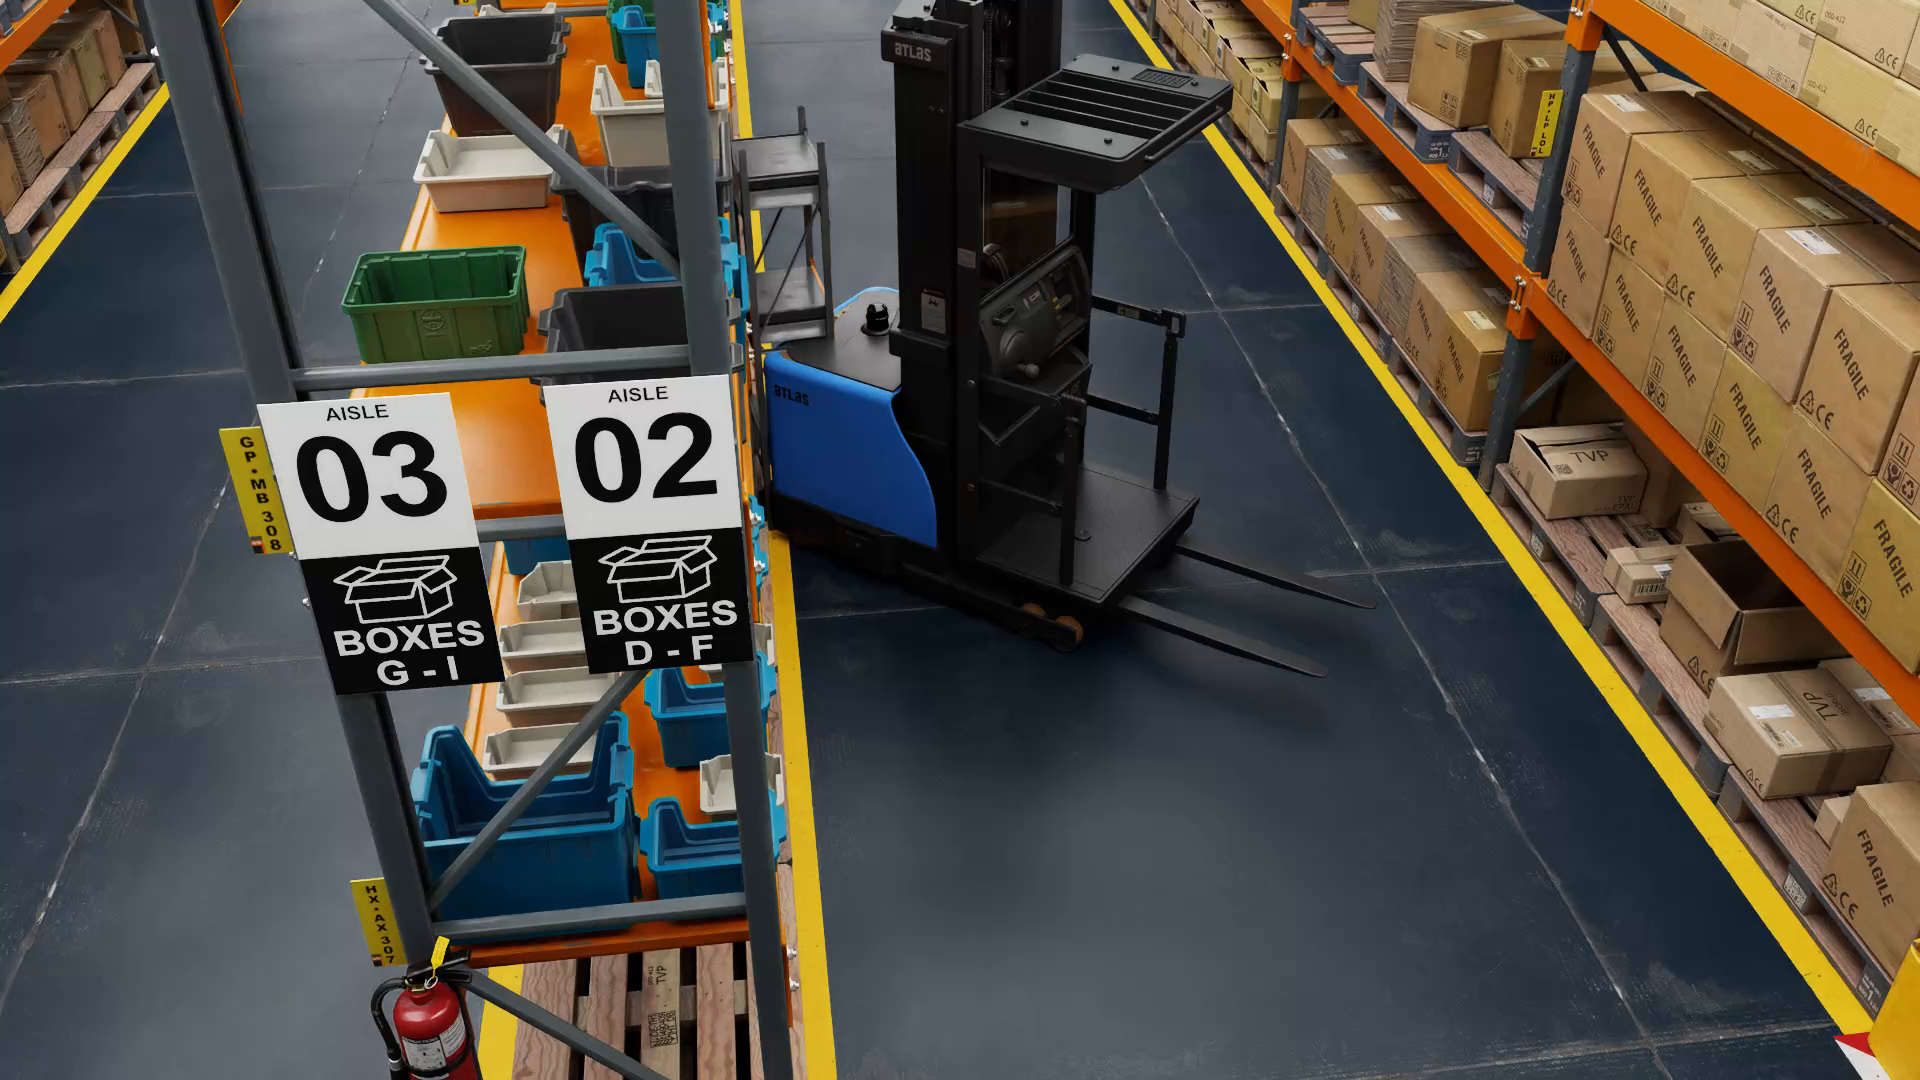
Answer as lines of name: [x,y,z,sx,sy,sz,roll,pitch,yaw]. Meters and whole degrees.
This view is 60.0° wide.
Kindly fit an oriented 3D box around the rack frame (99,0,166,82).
rack frame: [-7.523,-5.282,13.837,1.000,3.000,0.127,-4,35,-6]

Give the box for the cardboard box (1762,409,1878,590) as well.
cardboard box: [3.443,-0.172,6.250,0.500,0.500,0.500,-4,34,-6]

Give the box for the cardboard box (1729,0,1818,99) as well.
cardboard box: [3.319,-1.895,6.336,0.500,0.250,0.500,-4,35,-6]

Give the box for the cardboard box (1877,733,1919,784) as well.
cardboard box: [4.048,1.017,6.645,0.500,0.250,0.500,-4,35,-6]

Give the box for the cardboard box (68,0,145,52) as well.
cardboard box: [-7.537,-4.649,14.755,0.500,0.500,0.500,-5,35,-8]

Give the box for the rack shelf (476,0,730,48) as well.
rack shelf: [-1.808,-3.251,8.832,1.077,0.370,4.000,-4,35,-6]

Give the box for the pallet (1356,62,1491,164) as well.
pallet: [3.098,-2.634,10.121,1.003,0.211,1.213,-4,35,-6]

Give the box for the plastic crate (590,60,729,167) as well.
plastic crate: [-0.994,-1.411,5.599,0.437,0.282,0.530,-4,35,-6]

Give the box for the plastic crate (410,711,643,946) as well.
plastic crate: [-1.232,0.827,4.788,0.616,0.435,0.499,-4,35,-6]

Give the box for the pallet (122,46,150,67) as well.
pallet: [-7.649,-4.502,15.168,1.003,0.211,1.213,-4,35,-6]

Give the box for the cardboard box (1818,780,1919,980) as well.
cardboard box: [3.590,1.233,6.106,0.500,0.500,0.500,-4,35,-6]

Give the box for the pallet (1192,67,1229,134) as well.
pallet: [2.599,-3.787,14.120,1.003,0.211,1.213,-4,35,-6]

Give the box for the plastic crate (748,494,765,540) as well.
plastic crate: [-0.926,0.019,6.154,0.416,0.233,0.300,-4,35,-6]

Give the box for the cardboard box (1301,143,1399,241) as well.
cardboard box: [2.686,-2.379,11.407,0.500,0.500,0.500,-6,35,-8]

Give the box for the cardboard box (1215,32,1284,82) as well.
cardboard box: [2.376,-3.912,13.398,0.500,0.311,0.500,-5,35,-7]

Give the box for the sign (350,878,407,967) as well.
sign: [-1.544,1.023,4.441,0.100,0.325,0.005,-4,35,-6]

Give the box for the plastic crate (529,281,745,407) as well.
plastic crate: [-0.777,-0.382,4.099,0.497,0.269,0.590,-4,35,-6]

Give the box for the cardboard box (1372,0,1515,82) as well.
cardboard box: [2.962,-3.145,10.240,0.700,0.500,0.500,2,34,3]

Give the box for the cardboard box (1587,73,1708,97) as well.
cardboard box: [3.527,-2.062,8.650,0.700,0.500,0.500,-16,37,-22]

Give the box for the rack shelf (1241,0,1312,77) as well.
rack shelf: [2.563,-4.617,13.500,1.077,0.370,4.000,-4,35,-6]

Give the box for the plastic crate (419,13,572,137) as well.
plastic crate: [-1.644,-1.664,5.981,0.497,0.269,0.590,-4,35,-6]

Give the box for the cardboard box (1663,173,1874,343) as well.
cardboard box: [3.293,-1.161,6.814,0.500,0.500,0.500,-5,35,-8]

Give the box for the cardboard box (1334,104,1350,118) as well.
cardboard box: [3.052,-3.381,12.619,0.500,0.311,0.500,-3,34,-5]

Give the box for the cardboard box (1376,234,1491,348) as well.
cardboard box: [2.894,-1.525,10.153,0.500,0.500,0.500,-4,34,-6]

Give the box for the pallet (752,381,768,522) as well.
pallet: [-1.602,-0.474,9.258,1.003,0.211,1.213,-4,35,-6]

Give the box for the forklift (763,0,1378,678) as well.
forklift: [0.533,-1.023,7.649,3.031,2.935,1.130,19,39,26]

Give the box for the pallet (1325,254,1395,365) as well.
pallet: [3.055,-1.547,10.832,1.003,0.211,1.213,-4,35,-6]

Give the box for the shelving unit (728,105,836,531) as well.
shelving unit: [-0.883,-1.080,8.428,0.431,2.100,0.503,-9,35,-12]

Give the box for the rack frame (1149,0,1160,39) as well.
rack frame: [2.294,-6.030,14.935,1.000,3.000,0.127,-4,35,-6]

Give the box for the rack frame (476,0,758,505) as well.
rack frame: [-1.539,-1.193,7.837,1.000,3.000,0.127,-4,35,-6]

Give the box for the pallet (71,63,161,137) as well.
pallet: [-7.417,-3.695,13.985,1.003,0.211,1.213,-4,35,-6]

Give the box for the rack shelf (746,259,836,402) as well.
rack shelf: [-0.883,-1.068,8.436,0.431,0.518,0.480,-9,35,-12]

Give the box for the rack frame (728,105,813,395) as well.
rack frame: [-0.946,-1.213,8.622,0.400,2.100,0.015,-9,35,-12]

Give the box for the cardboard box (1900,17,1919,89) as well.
cardboard box: [3.455,-1.543,5.377,0.500,0.250,0.500,-4,35,-6]

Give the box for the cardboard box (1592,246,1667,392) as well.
cardboard box: [3.240,-1.017,7.489,0.500,0.500,0.500,-4,34,-6]

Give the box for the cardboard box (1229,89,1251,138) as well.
cardboard box: [2.446,-3.398,13.141,0.500,0.250,0.500,-5,35,-7]

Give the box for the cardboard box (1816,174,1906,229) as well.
cardboard box: [3.833,-1.191,6.857,0.500,0.500,0.500,-4,34,-6]

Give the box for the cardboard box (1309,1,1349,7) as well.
cardboard box: [2.826,-3.967,11.987,0.500,0.311,0.500,-2,34,-3]

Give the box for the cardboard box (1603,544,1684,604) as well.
cardboard box: [3.338,0.156,7.983,0.380,0.166,0.250,-4,35,-6]

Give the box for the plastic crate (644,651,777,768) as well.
plastic crate: [-0.797,0.554,5.369,0.416,0.233,0.300,-4,35,-6]

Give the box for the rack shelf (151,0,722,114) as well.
rack shelf: [-1.270,-2.093,4.825,1.077,0.370,4.000,-4,35,-6]

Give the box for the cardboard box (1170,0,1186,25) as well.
cardboard box: [2.164,-4.770,14.656,0.500,0.311,0.500,-5,35,-7]

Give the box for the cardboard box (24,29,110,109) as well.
cardboard box: [-7.417,-3.819,13.519,0.700,0.500,0.500,-5,35,-7]

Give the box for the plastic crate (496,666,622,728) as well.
plastic crate: [-1.315,0.519,5.505,0.396,0.136,0.243,-4,35,-6]

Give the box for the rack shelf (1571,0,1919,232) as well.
rack shelf: [3.638,-1.392,6.104,1.077,0.370,4.000,-4,35,-6]

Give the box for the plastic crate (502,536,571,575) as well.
plastic crate: [-1.532,-0.043,6.245,0.416,0.233,0.300,-4,35,-6]

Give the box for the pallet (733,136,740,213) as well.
pallet: [-2.143,-2.708,12.536,1.003,0.211,1.213,-4,35,-6]

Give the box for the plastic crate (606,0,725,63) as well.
plastic crate: [-1.183,-2.131,6.738,0.450,0.188,0.662,-4,35,-6]

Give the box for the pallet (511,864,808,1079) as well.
pallet: [-1.074,1.729,6.026,1.003,0.211,1.213,-4,35,-6]

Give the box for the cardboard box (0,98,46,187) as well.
cardboard box: [-7.183,-2.879,12.141,0.700,0.500,0.500,-7,35,-10]

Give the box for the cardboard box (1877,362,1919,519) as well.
cardboard box: [3.506,-0.297,5.546,0.500,0.500,0.500,-3,34,-5]

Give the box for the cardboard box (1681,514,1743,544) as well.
cardboard box: [3.828,0.079,7.968,0.500,0.311,0.500,-4,35,-6]

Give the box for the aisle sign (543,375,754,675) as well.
aisle sign: [-0.697,-0.017,3.803,0.394,0.787,0.004,-4,35,-6]

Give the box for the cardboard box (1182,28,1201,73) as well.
cardboard box: [2.242,-4.249,14.390,0.500,0.250,0.500,-5,35,-8]

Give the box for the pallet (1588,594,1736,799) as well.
pallet: [3.628,0.652,7.606,1.003,0.211,1.213,-4,35,-6]

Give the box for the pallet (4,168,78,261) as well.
pallet: [-7.089,-2.334,11.987,1.003,0.211,1.213,-4,35,-6]
